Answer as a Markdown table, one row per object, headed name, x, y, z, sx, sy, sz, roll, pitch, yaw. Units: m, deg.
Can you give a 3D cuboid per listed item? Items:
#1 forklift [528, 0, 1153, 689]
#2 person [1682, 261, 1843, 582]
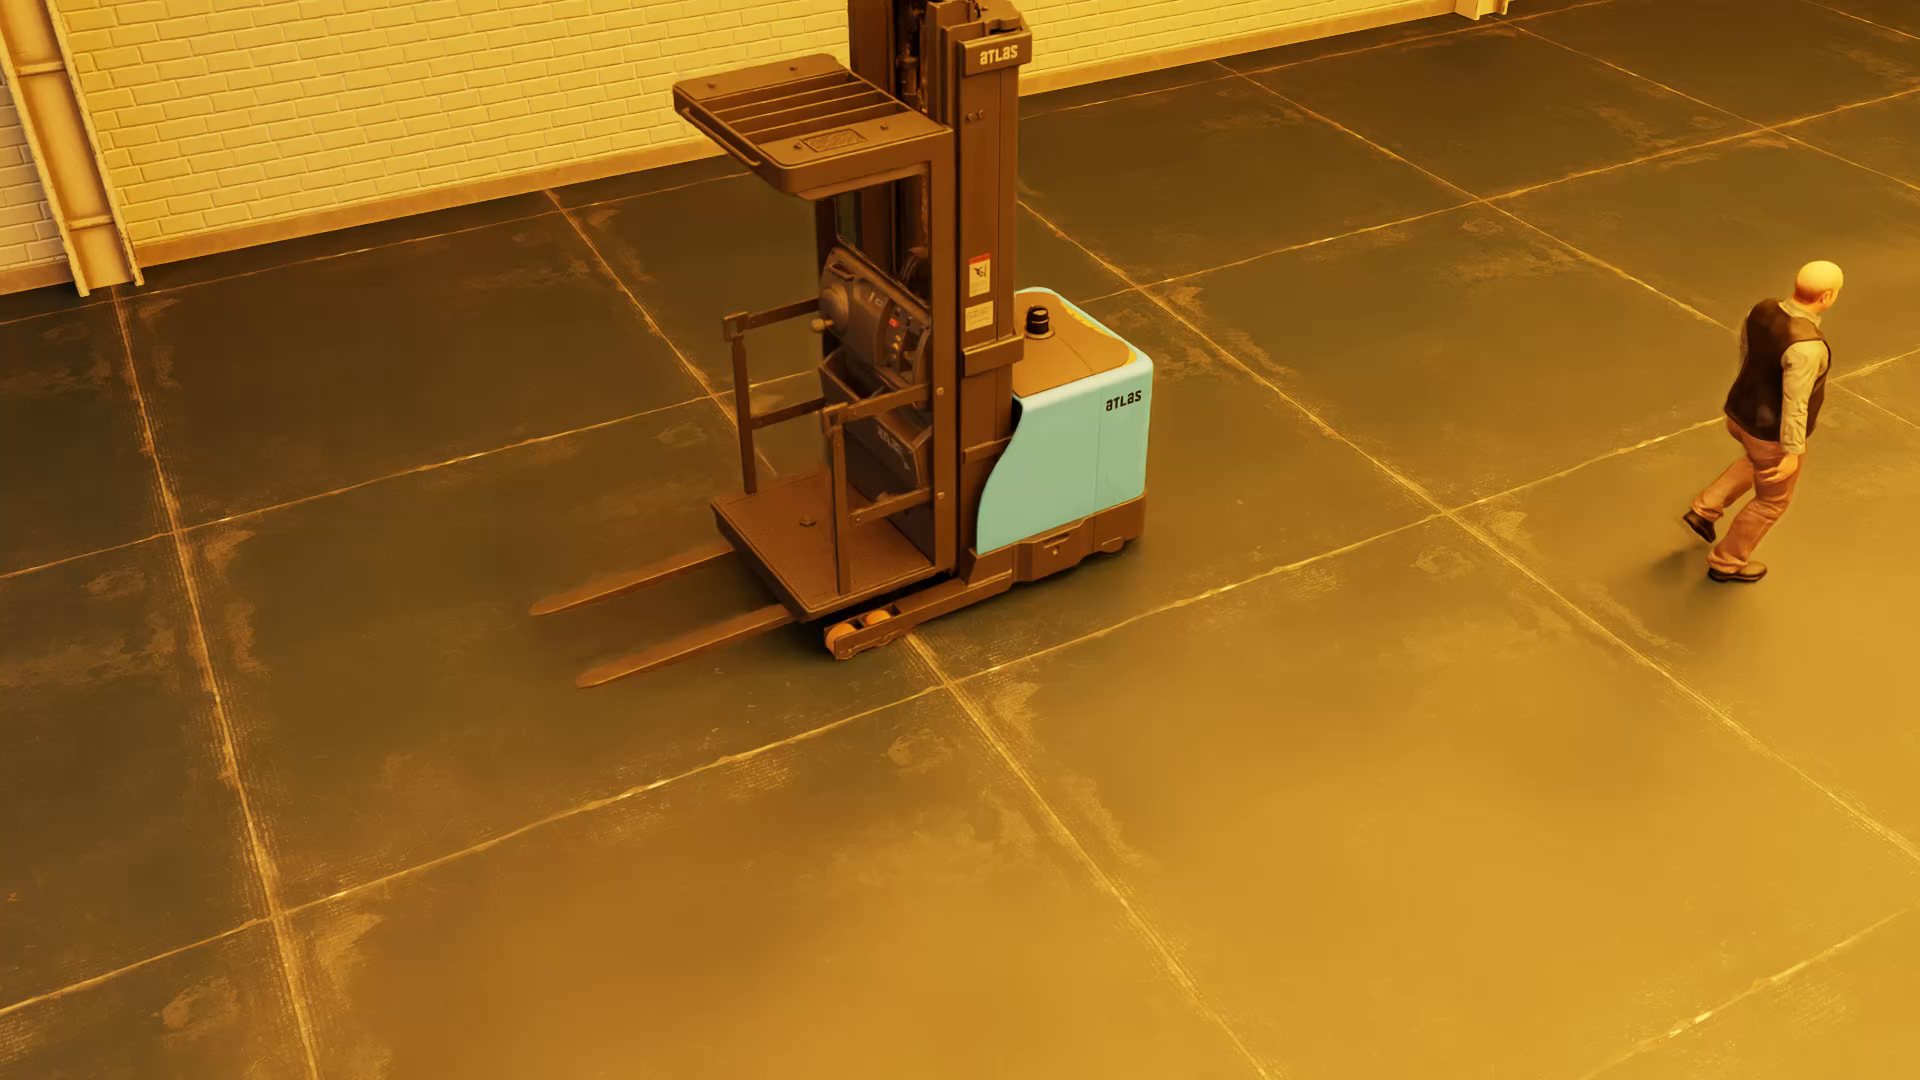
| name | x | y | z | sx | sy | sz | roll | pitch | yaw |
| --- | --- | --- | --- | --- | --- | --- | --- | --- | --- |
| forklift | -0.571 | -0.982 | 7.513 | 3.031 | 2.935 | 1.130 | -20 | 40 | -25 |
| person | 3.924 | -0.565 | 7.987 | 0.460 | 1.702 | 0.681 | -5 | 36 | -7 |
